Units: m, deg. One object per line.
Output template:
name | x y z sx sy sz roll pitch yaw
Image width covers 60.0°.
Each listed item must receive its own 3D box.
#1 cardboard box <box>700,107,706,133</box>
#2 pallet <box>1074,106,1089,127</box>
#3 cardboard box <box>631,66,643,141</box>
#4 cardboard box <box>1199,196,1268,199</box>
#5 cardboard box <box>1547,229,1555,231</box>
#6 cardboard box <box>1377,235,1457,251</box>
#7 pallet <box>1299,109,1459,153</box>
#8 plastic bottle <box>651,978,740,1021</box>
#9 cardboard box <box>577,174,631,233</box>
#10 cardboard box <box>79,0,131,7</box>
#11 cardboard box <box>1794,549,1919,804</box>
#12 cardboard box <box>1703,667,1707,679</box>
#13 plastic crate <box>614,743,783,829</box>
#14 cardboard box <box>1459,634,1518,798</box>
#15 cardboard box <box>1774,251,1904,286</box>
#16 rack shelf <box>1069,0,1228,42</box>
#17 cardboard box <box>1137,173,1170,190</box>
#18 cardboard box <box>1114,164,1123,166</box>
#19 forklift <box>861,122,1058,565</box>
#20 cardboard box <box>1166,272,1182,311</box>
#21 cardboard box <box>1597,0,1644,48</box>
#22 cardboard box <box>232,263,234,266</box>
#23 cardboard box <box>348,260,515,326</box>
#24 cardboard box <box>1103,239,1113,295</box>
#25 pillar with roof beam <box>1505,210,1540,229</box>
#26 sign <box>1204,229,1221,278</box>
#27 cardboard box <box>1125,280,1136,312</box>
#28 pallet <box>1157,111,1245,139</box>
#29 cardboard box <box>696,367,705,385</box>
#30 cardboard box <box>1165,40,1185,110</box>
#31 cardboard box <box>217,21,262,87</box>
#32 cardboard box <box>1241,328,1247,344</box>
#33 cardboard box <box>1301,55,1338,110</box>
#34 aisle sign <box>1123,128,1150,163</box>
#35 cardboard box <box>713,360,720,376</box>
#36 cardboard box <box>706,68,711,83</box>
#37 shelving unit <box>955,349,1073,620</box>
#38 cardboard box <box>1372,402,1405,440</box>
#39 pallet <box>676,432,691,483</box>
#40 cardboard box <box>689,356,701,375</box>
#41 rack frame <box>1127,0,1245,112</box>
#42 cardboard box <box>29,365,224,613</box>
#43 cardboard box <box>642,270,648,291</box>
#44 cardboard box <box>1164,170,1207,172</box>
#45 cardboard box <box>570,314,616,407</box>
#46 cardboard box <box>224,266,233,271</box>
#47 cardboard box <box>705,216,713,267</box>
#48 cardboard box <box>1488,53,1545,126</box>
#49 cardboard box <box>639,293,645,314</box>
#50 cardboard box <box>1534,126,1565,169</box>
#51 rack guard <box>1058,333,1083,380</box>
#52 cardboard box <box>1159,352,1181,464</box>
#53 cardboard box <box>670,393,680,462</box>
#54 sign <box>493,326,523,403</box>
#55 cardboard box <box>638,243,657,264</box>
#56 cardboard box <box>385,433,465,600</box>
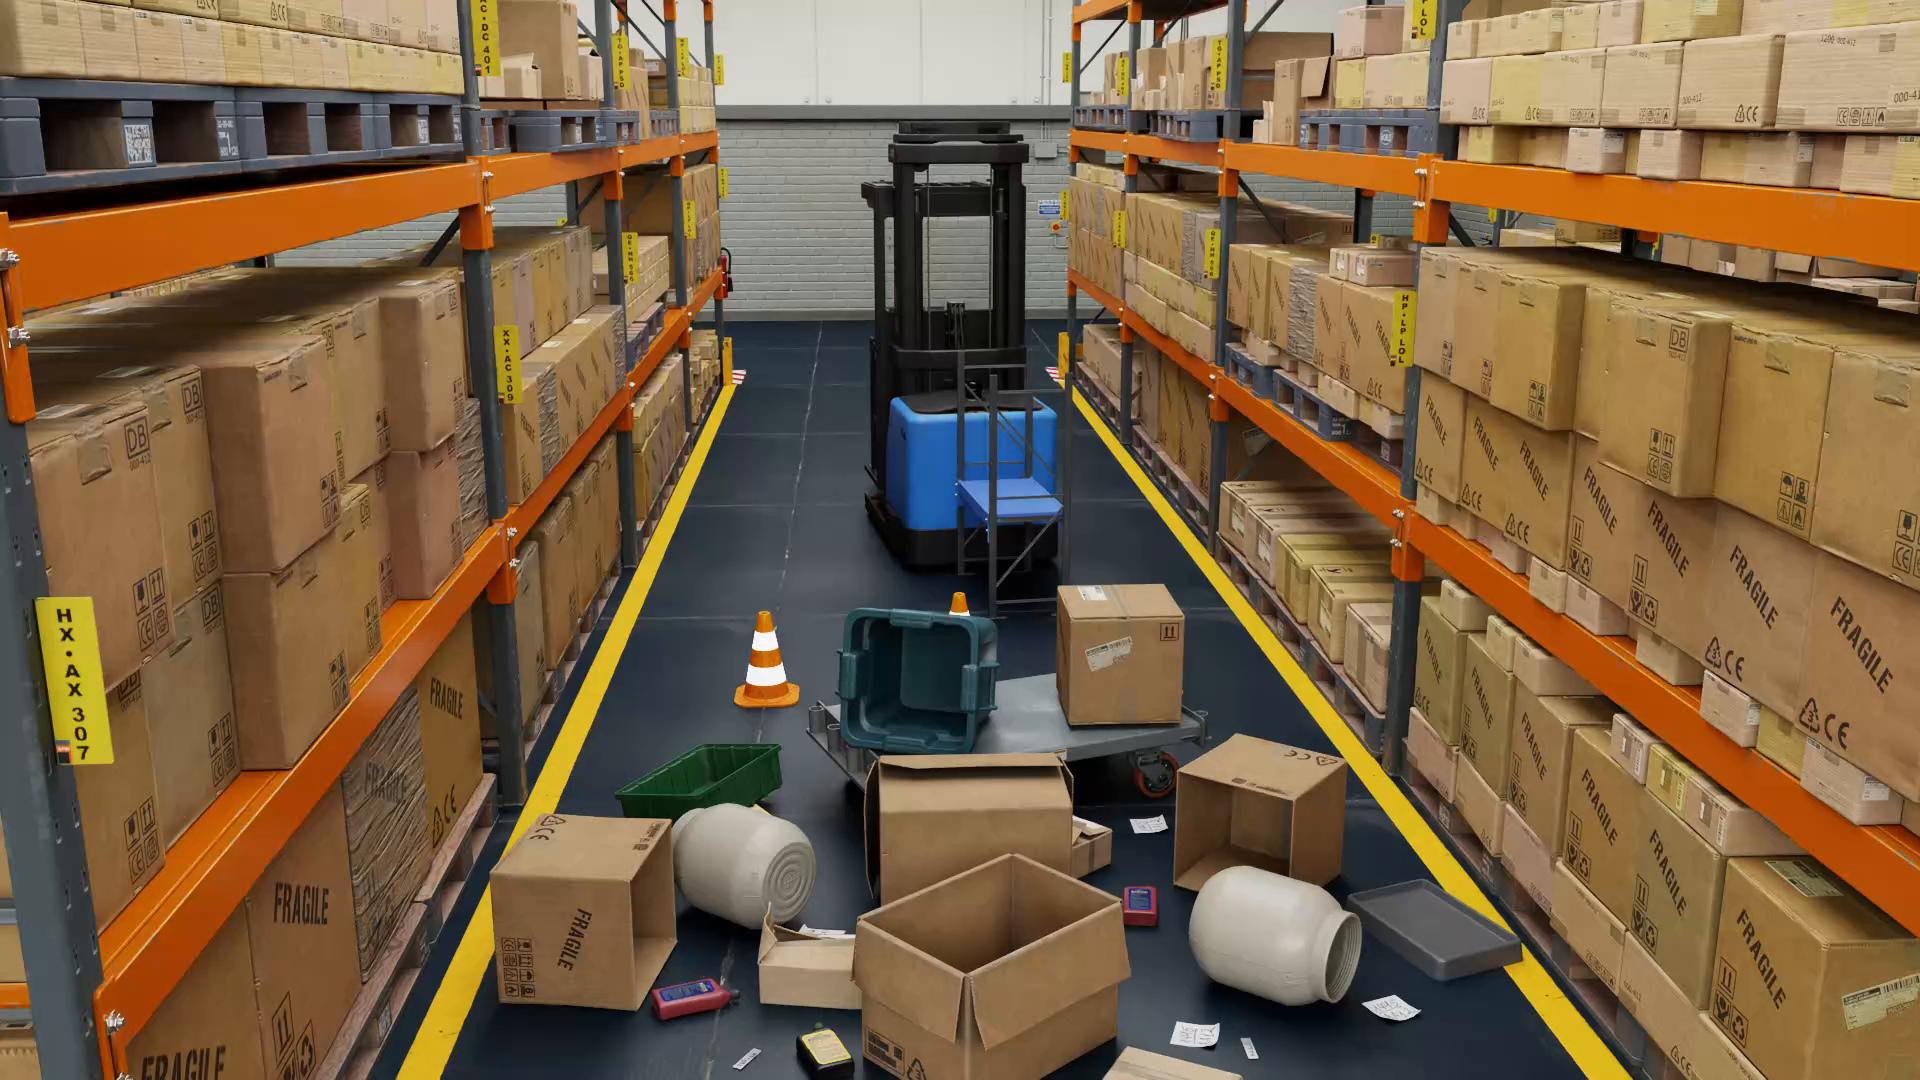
cardboard box | -2.787 -4.140 16.379 0.500 0.250 0.500 0 14 -1
pallet | 1.802 -4.578 17.959 1.003 0.211 1.213 -1 14 -3
cardboard box | -2.501 -3.033 11.575 0.500 0.500 0.500 -1 14 -3
cardboard box | 2.311 -2.655 14.118 0.500 0.500 0.500 -1 14 -2
cardboard box | 6.993 -3.392 18.893 0.500 0.250 0.500 0 14 -2
cardboard box | 2.624 -1.671 9.558 0.380 0.149 0.250 -2 15 -6
pallet | 2.490 -2.143 8.694 1.213 0.211 1.003 -1 14 -3
plastic bottle | -0.913 1.582 5.756 0.283 0.061 0.133 -6 16 -23
cardboard box | -3.240 -3.046 15.041 0.500 0.500 0.500 -1 14 -5
cardboard box | -1.971 -1.172 3.203 0.500 0.250 0.500 -1 14 -4
cardboard box | 2.429 0.303 4.031 0.500 0.500 0.500 -1 14 -4
cardboard box | 2.458 0.403 4.943 0.380 0.149 0.250 -1 14 -3
plastic crate | -1.127 1.090 7.298 0.450 0.188 0.662 -4 11 28
cardboard box | 2.301 0.680 6.533 0.500 0.500 0.500 0 14 -1
cardboard box | 6.910 -2.097 13.108 0.797 0.503 0.637 -1 14 -5
rack shelf | 1.870 -5.219 16.497 1.077 0.370 4.000 -1 14 -3
cardboard box | 1.749 -3.344 15.494 0.380 0.149 0.250 -1 14 -2
cardboard box | 1.579 -4.043 18.212 0.380 0.149 0.250 -1 14 -2
forklift | -0.119 -1.574 12.260 1.130 2.935 3.031 -3 15 -11
cardboard box | 1.870 -1.904 12.704 0.500 0.250 0.500 -1 14 -5
cardboard box | 2.318 -1.679 5.418 0.380 0.149 0.250 -1 14 -4
cardboard box | -7.819 -3.029 17.482 0.500 0.250 0.500 -1 14 -4
cardboard box | -2.515 -1.051 7.884 0.700 0.500 0.500 -1 14 -4
cardboard box | 1.672 -2.646 16.089 0.500 0.500 0.500 -1 14 -5
pillar with roof beam | 3.136 -6.954 20.994 9.100 9.000 0.400 -1 14 -3
sign | 1.688 -1.915 11.125 0.100 0.325 0.005 -1 14 -3
cardboard box | 1.758 -2.172 14.749 0.500 0.250 0.500 -1 14 -5
pallet | 2.076 -3.162 12.655 1.003 0.211 1.213 0 14 -1
cardboard box | -2.760 -1.640 16.661 0.380 0.149 0.250 -1 14 -4
cardboard box | 1.843 -3.502 12.553 0.500 0.500 0.500 -1 14 -3
cardboard box | -1.961 -1.196 4.097 0.380 0.149 0.250 -1 14 -3
cardboard box | 2.076 -1.361 10.959 0.380 0.149 0.250 -2 15 -7
cardboard box | 2.365 -2.487 9.446 0.797 0.503 0.637 -1 14 -3
aisle sign | 2.051 -4.635 18.802 0.394 0.787 0.004 -1 14 -3
cardboard box | -2.831 -1.884 18.208 0.380 0.149 0.250 0 14 -2
cardboard box | -2.874 -4.989 17.873 0.380 0.149 0.250 -1 14 -4
shelving unit | 0.326 -0.379 10.488 0.538 1.500 1.048 -3 15 -11
cardboard box | 2.182 -0.574 7.899 0.380 0.149 0.250 -1 14 -3
pallet | -2.891 -0.713 14.372 1.003 0.211 1.213 -1 14 -3
cardboard box | -2.751 -1.717 16.364 0.380 0.149 0.250 -1 14 -2
rack frame | 1.994 -5.264 14.424 1.000 3.000 0.127 -1 14 -3
cardboard box | -2.308 -0.096 3.912 0.875 0.550 0.550 -1 14 -3
cardboard box | -2.624 -1.998 12.837 0.380 0.149 0.250 0 14 -1
cardboard box | 2.202 -3.543 16.268 0.380 0.149 0.250 -1 14 -5
cardboard box | -2.367 -1.078 9.997 0.500 0.500 0.500 -1 14 -3
cardboard box | -7.730 -2.741 17.163 0.380 0.149 0.250 -1 14 -5
cardboard box | -2.836 -3.082 17.187 0.500 0.500 0.500 -1 14 -3
cardboard box | 2.285 -1.651 6.107 0.500 0.250 0.500 -1 14 -4
cardboard box | -2.603 -1.788 12.616 0.380 0.149 0.250 -1 14 -3
cardboard box | 2.326 -1.429 6.047 0.380 0.149 0.250 0 14 -2
rack guard | 1.744 -2.148 19.373 1.175 0.500 0.348 -1 14 -3
cardboard box | 2.176 -1.155 13.917 0.875 0.875 0.875 0 14 -2
cardboard box | -2.612 -0.942 13.840 0.500 0.500 0.500 -1 14 -5
sign | -1.891 -0.734 6.961 0.100 0.325 0.005 -1 14 -3
cardboard box | -2.673 -2.333 13.542 0.380 0.149 0.250 -1 14 -4
cardboard box | -2.353 -0.112 6.139 0.875 0.550 0.550 -1 14 -3
